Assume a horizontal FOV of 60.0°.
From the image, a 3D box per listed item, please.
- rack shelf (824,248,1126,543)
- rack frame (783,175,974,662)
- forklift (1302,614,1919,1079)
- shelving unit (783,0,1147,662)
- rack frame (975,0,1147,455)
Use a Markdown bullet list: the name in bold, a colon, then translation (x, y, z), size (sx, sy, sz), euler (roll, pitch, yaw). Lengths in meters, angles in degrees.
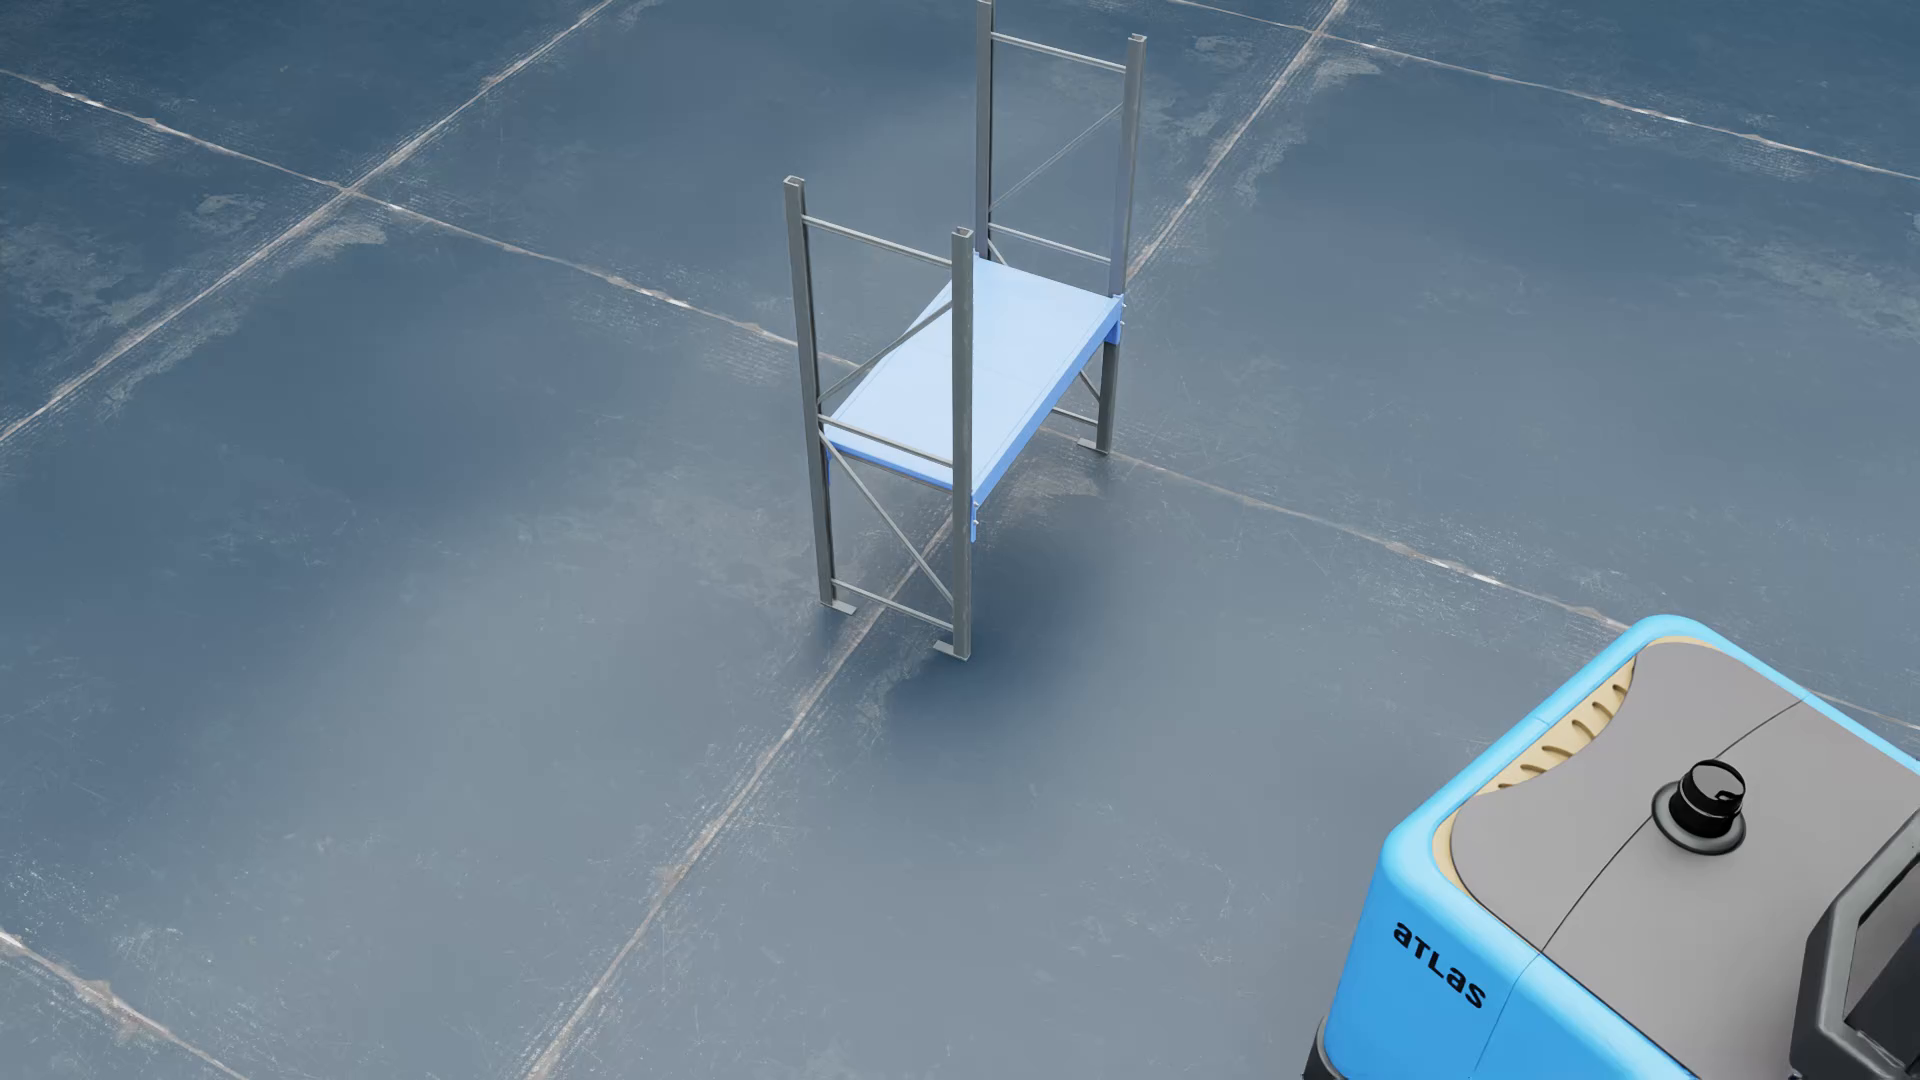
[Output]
- **rack shelf**: translation (0.040, -0.455, 4.898), size (0.538, 0.185, 1.000), euler (20, 49, 19)
- **rack frame**: translation (-0.196, -0.261, 4.453), size (0.500, 1.500, 0.032), euler (20, 49, 19)
- **forklift**: translation (2.135, 0.879, 2.320), size (1.130, 2.935, 3.031), euler (-31, 53, -27)
- **shelving unit**: translation (0.040, -0.581, 4.770), size (0.538, 1.500, 1.048), euler (20, 49, 19)
- **rack frame**: translation (0.276, -0.901, 5.086), size (0.500, 1.500, 0.032), euler (20, 49, 19)
